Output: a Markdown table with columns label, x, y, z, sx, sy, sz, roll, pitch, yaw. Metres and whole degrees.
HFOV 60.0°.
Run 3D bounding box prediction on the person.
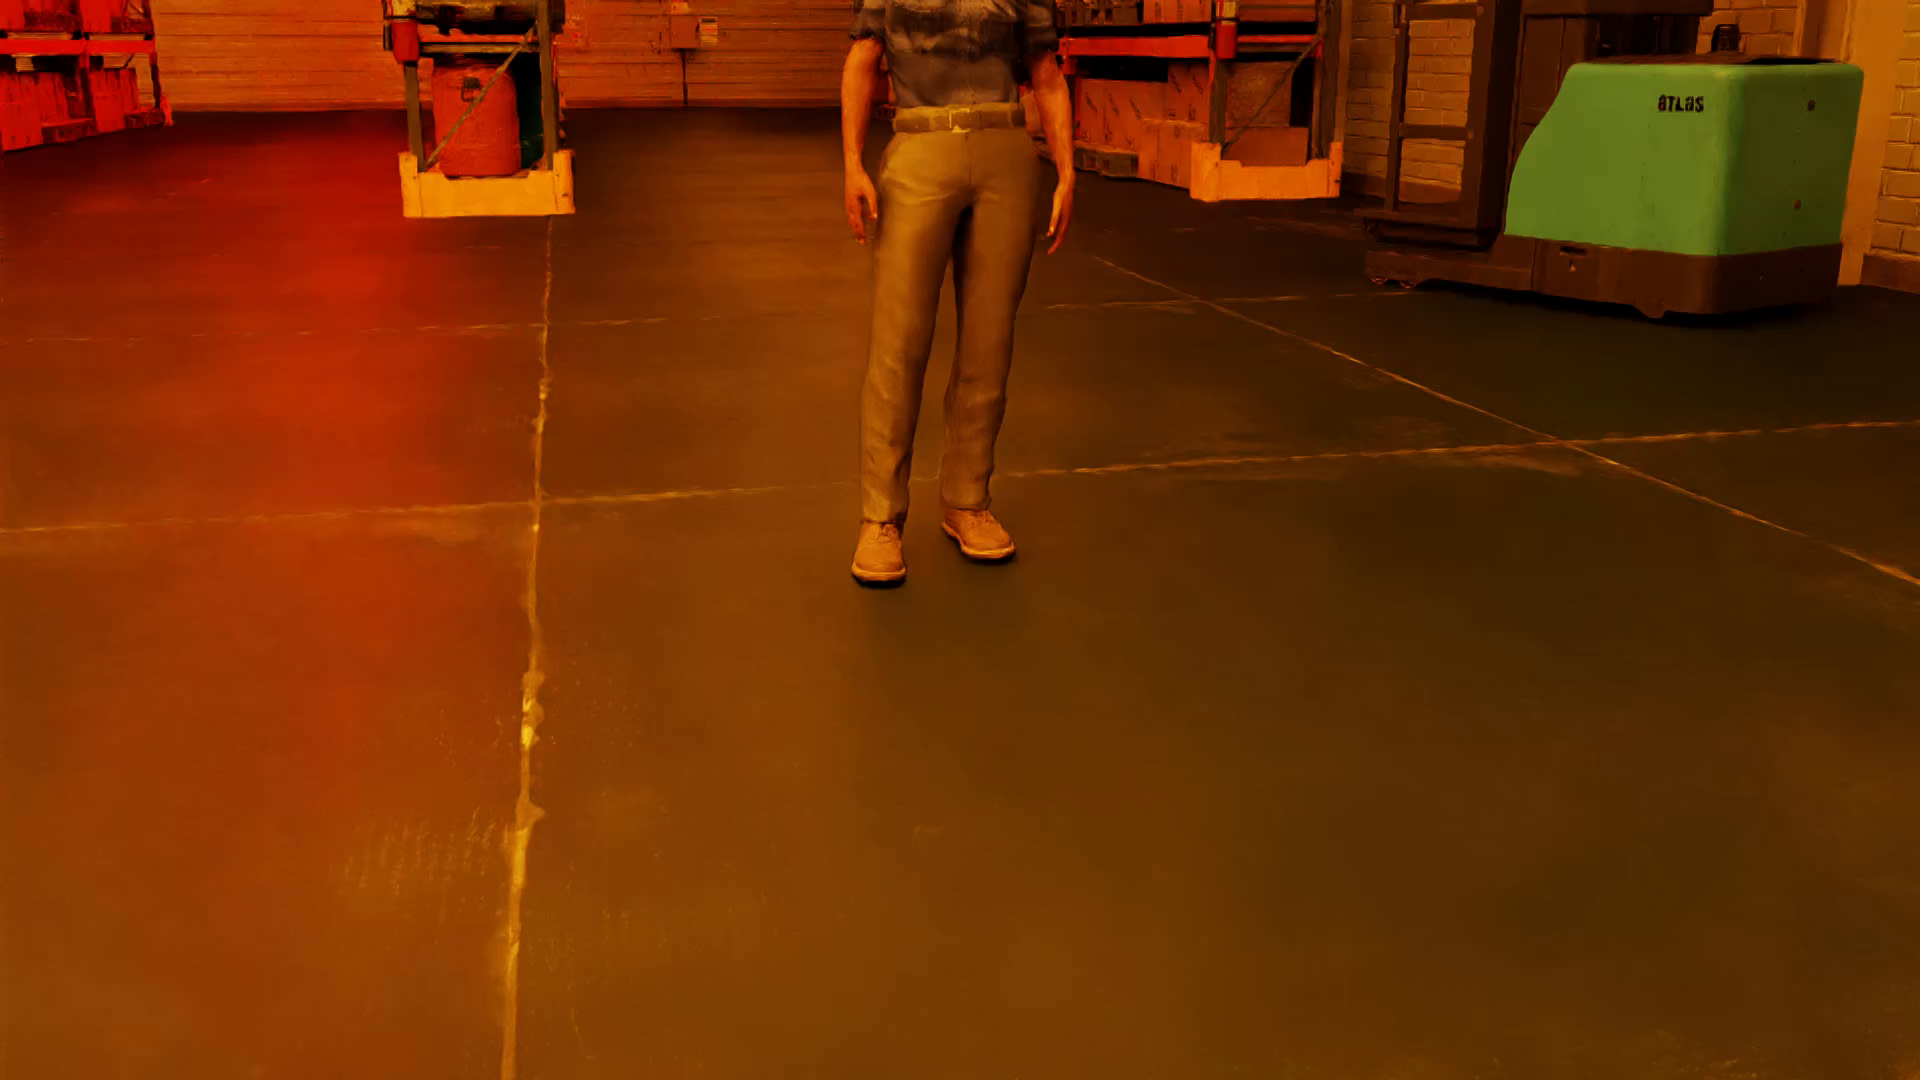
| label | x | y | z | sx | sy | sz | roll | pitch | yaw |
| --- | --- | --- | --- | --- | --- | --- | --- | --- | --- |
| person | 0.001 | -0.774 | 3.692 | 0.570 | 1.654 | 0.503 | -4 | 17 | -12 |

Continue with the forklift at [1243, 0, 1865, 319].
| label | x | y | z | sx | sy | sz | roll | pitch | yaw |
| --- | --- | --- | --- | --- | --- | --- | --- | --- | --- |
| forklift | 2.698 | -2.709 | 7.991 | 1.130 | 2.935 | 3.031 | -10 | 19 | -31 |
